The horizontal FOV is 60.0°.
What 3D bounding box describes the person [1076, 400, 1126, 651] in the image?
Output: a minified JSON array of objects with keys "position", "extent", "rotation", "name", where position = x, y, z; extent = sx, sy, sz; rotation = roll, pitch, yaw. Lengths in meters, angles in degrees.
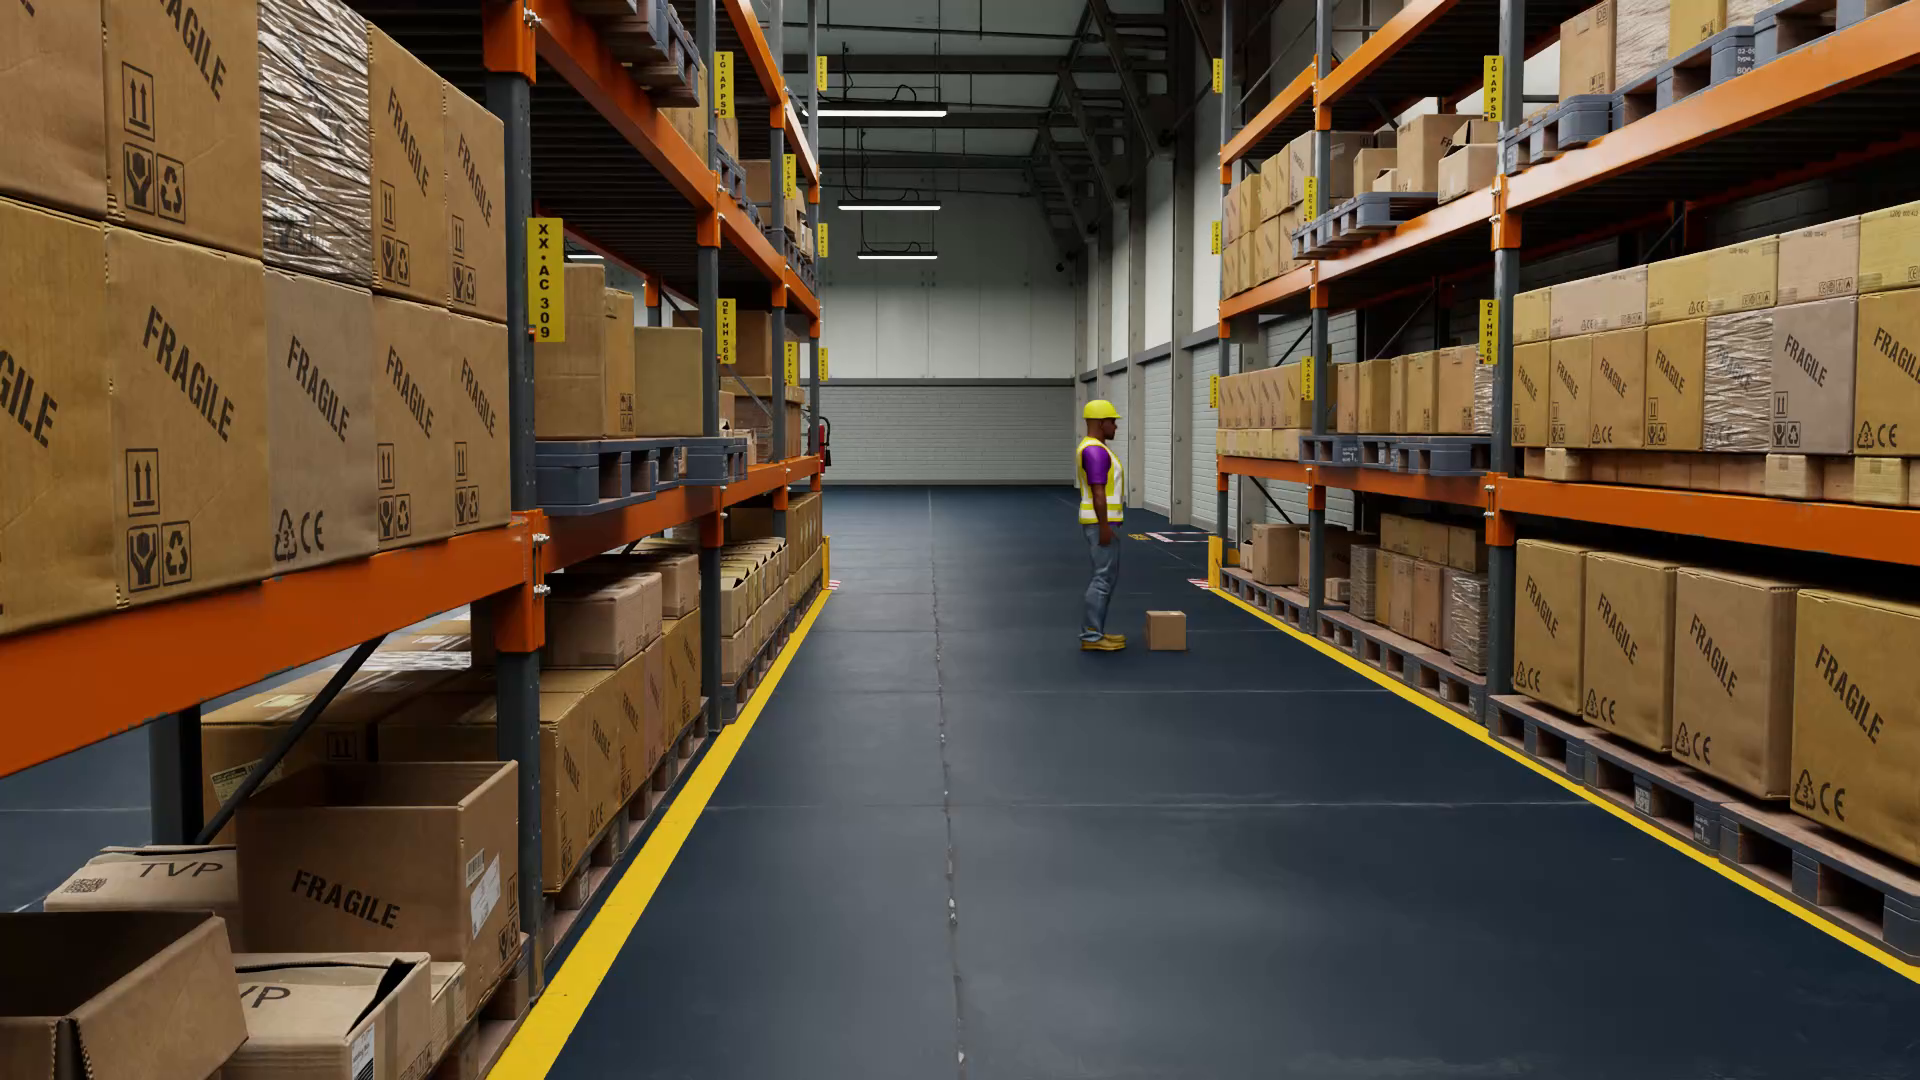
[{"position":[1.004,-0.108,11.788],"extent":[0.370,1.763,0.564],"rotation":[0,4,1],"name":"person"}]
